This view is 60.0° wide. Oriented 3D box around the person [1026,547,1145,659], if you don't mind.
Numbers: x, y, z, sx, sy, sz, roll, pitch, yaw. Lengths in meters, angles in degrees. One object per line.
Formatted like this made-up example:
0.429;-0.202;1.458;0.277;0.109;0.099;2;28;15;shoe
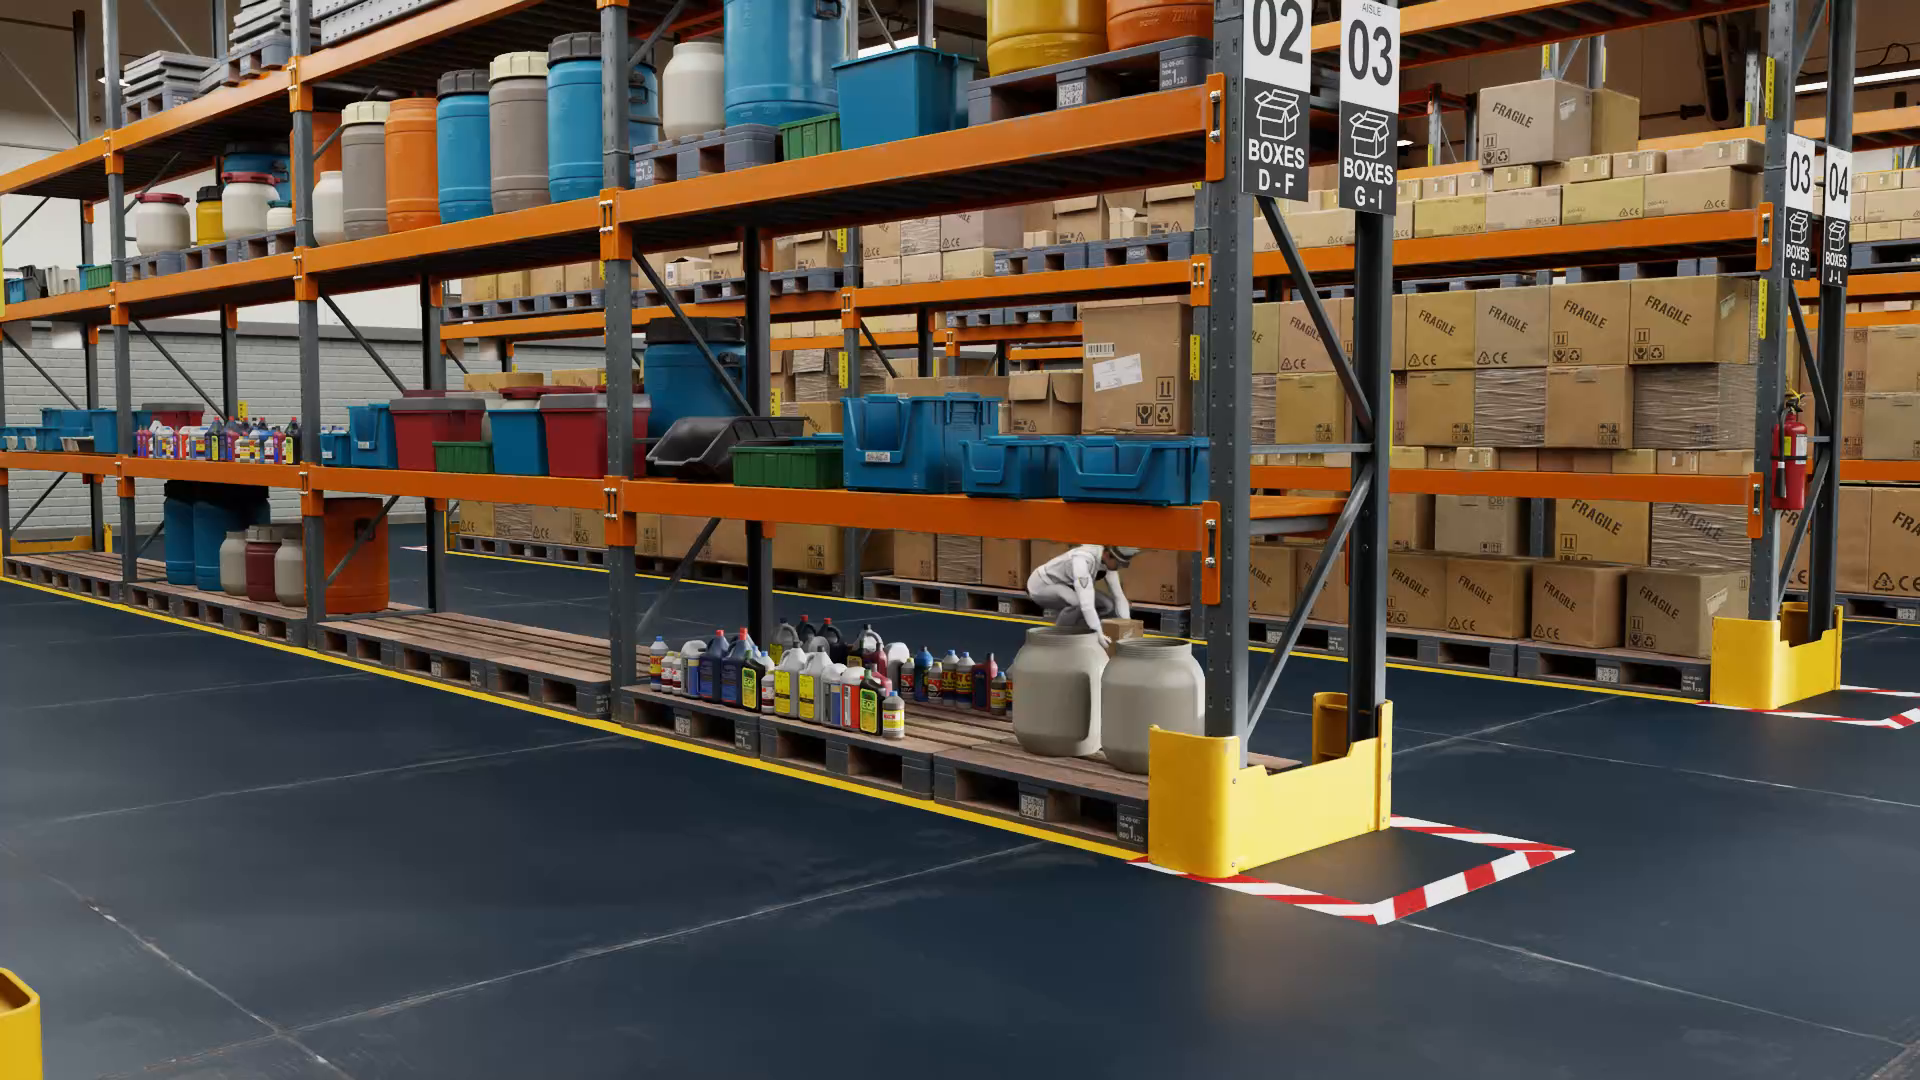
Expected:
0.882;0.428;11.645;0.915;0.756;0.450;4;6;44;person
